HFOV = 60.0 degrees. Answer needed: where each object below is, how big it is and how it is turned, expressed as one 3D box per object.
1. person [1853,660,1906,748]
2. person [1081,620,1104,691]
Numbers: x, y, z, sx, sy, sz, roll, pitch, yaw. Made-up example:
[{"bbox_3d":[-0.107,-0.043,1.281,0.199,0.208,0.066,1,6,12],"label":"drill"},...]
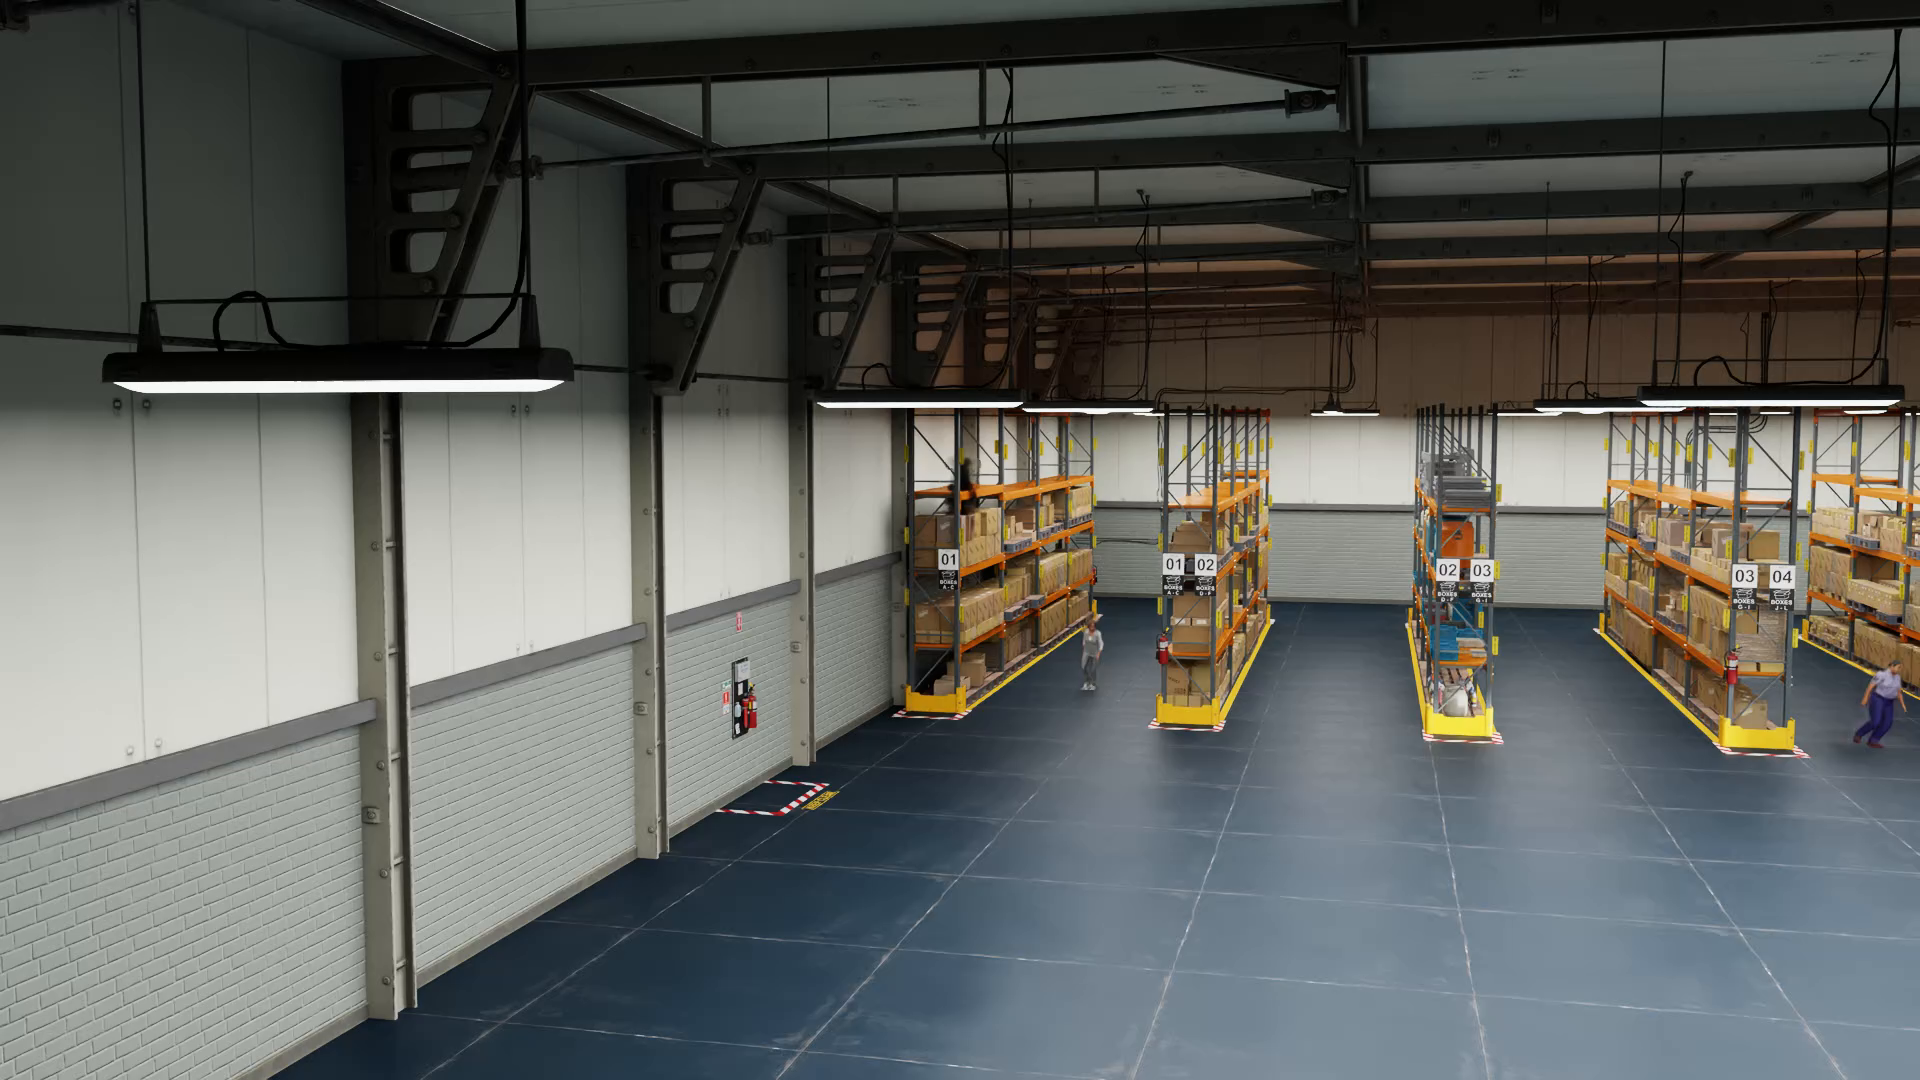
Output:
[{"bbox_3d":[15.974,2.838,28.871,0.733,1.554,0.589,-1,4,-15],"label":"person"},{"bbox_3d":[2.772,2.415,34.797,0.523,1.517,0.732,1,4,16],"label":"person"}]
